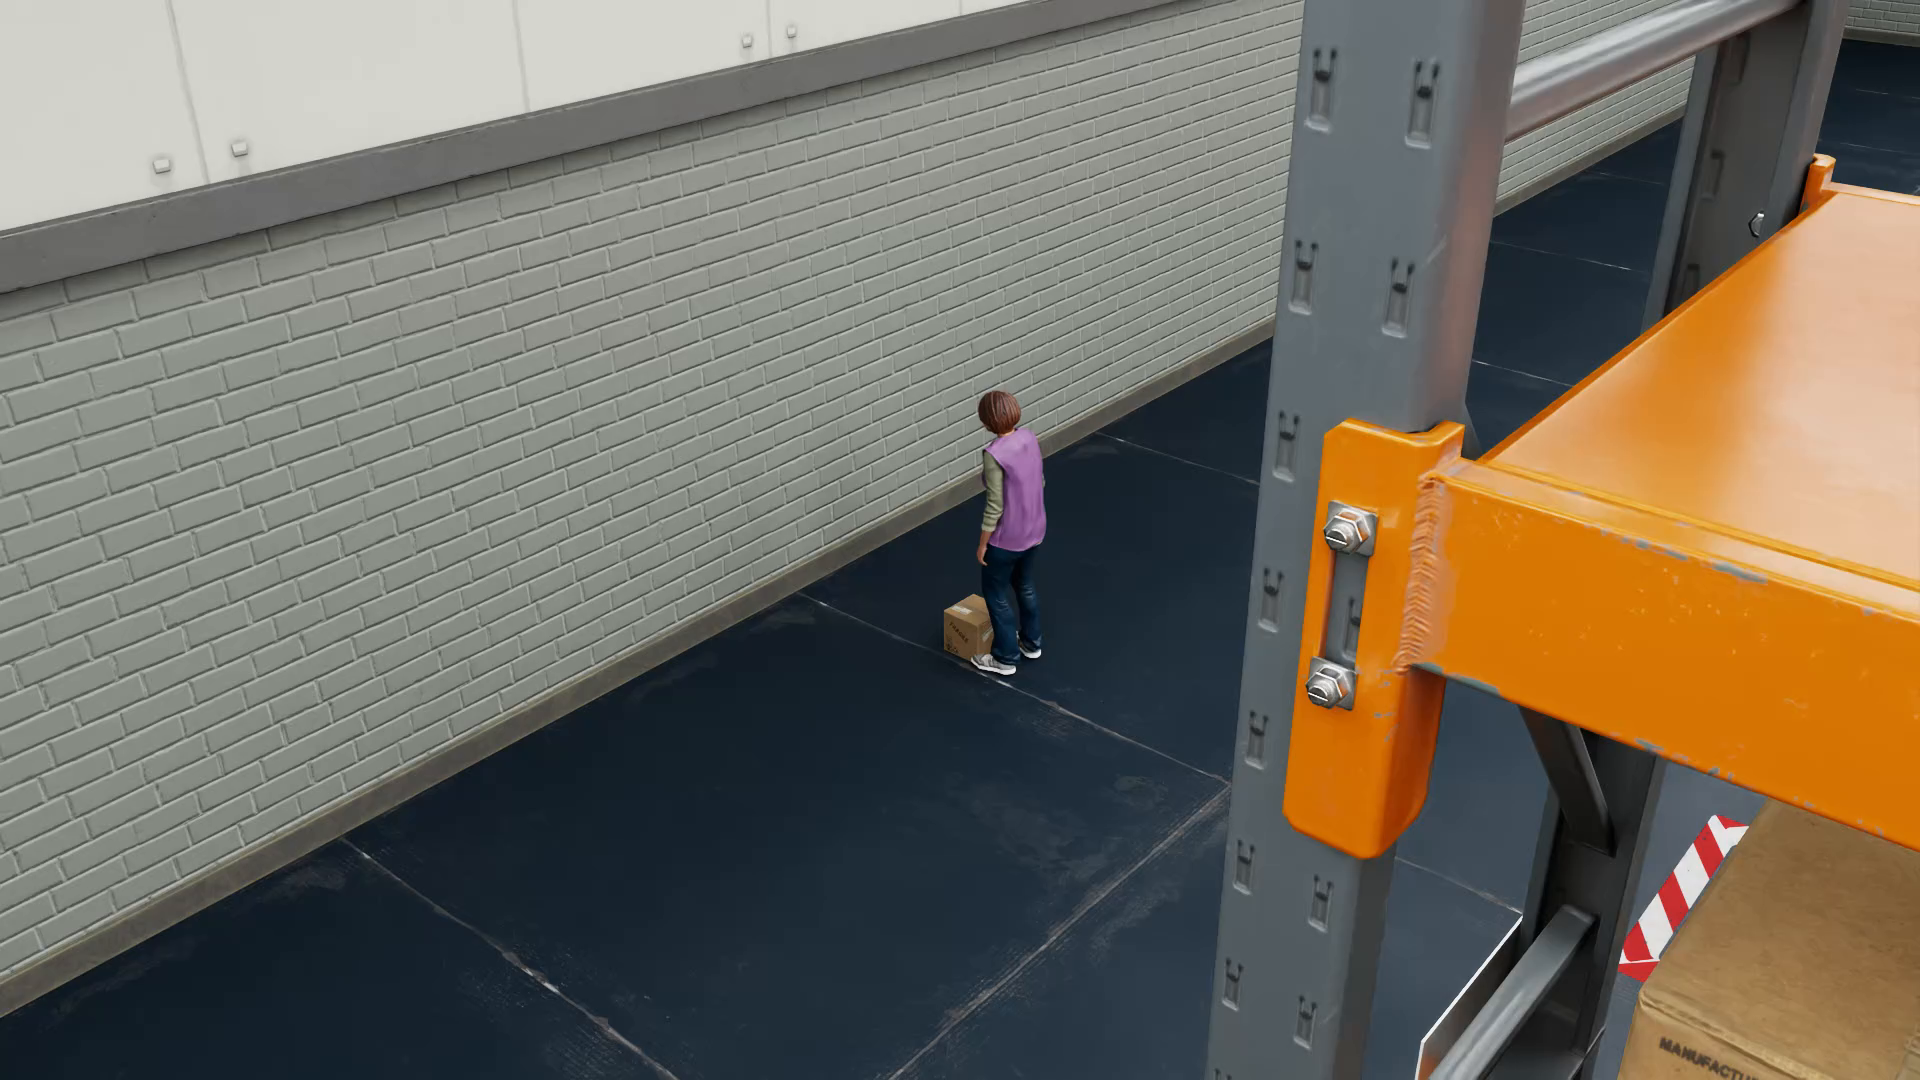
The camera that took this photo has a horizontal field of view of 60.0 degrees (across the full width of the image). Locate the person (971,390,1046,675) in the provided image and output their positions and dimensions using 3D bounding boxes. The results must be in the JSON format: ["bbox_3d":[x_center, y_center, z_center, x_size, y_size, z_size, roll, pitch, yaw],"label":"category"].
[{"bbox_3d":[0.263,-0.031,8.691,0.347,1.592,0.484,21,34,34],"label":"person"}]
